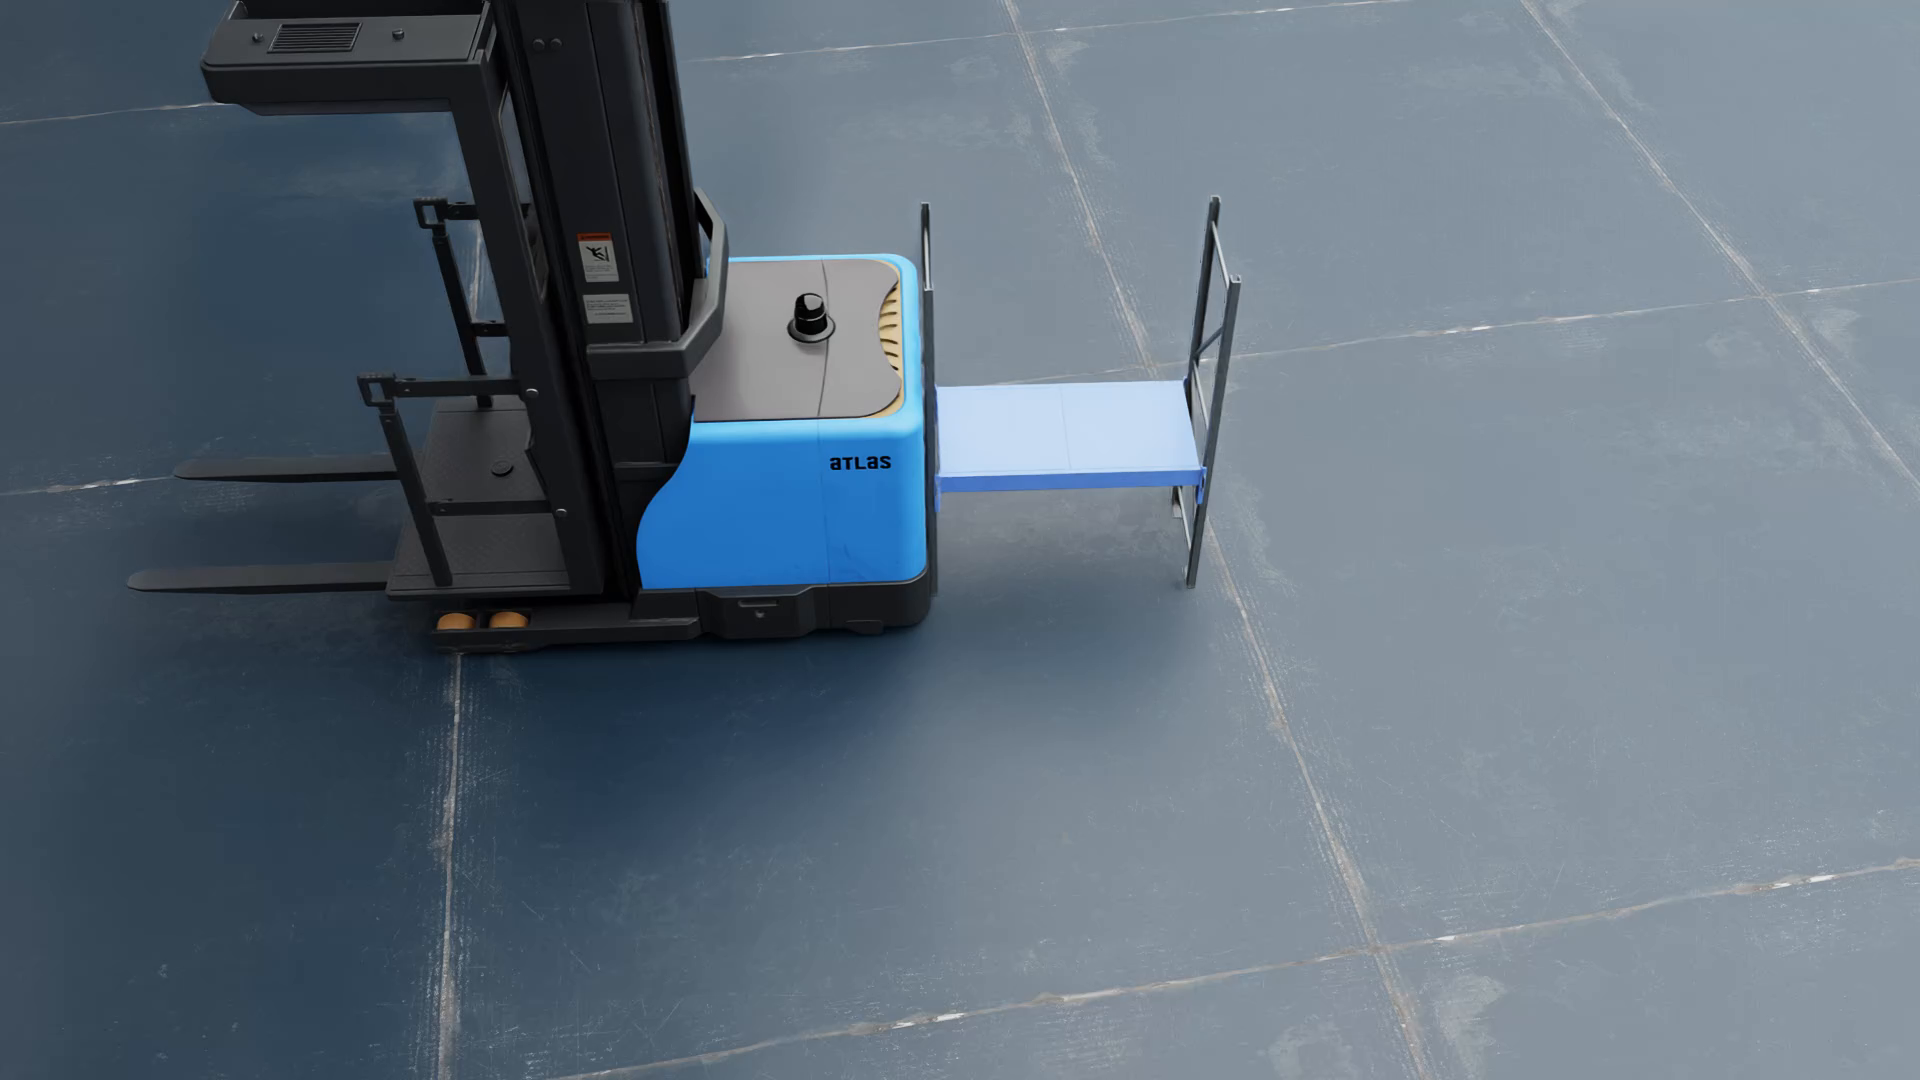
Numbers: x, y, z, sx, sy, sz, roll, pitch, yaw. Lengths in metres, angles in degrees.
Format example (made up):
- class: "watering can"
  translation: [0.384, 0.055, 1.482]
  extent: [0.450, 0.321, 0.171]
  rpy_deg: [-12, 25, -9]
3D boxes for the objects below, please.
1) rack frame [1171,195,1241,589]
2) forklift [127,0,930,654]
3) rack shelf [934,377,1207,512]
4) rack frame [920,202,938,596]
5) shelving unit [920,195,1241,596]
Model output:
- class: "rack frame"
  translation: [0.903, -0.508, 6.198]
  extent: [0.032, 1.500, 0.500]
  rpy_deg: [-2, 46, -2]
- class: "forklift"
  translation: [-1.646, -0.973, 5.652]
  extent: [3.031, 2.935, 1.130]
  rpy_deg: [-2, 46, -2]
- class: "rack shelf"
  translation: [0.395, -0.369, 6.314]
  extent: [1.000, 0.185, 0.538]
  rpy_deg: [-2, 46, -2]
- class: "rack frame"
  translation: [-0.112, -0.479, 6.170]
  extent: [0.032, 1.500, 0.500]
  rpy_deg: [-2, 46, -2]
- class: "shelving unit"
  translation: [0.395, -0.494, 6.184]
  extent: [1.048, 1.500, 0.538]
  rpy_deg: [-2, 46, -2]
